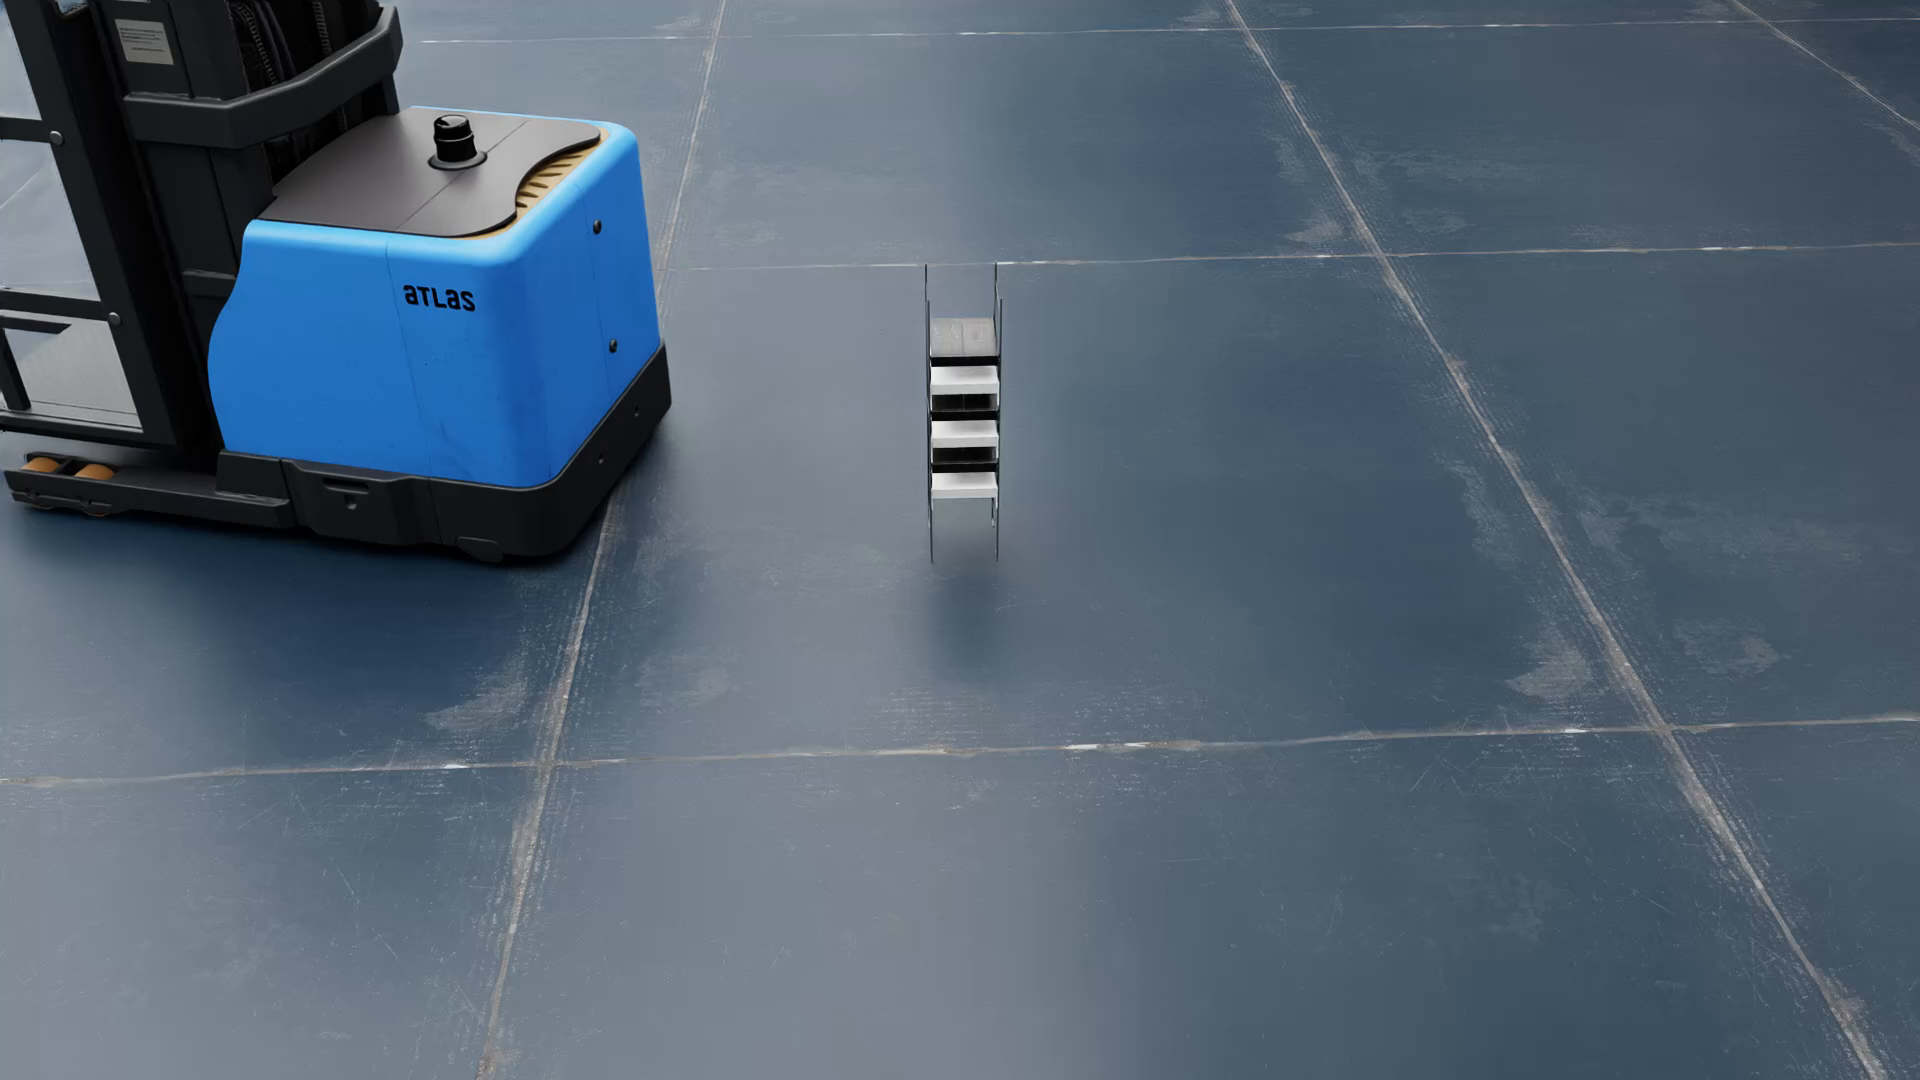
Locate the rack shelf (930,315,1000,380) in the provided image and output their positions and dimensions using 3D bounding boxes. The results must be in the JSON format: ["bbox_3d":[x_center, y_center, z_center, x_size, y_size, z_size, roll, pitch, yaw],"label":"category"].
[{"bbox_3d":[0.008,-0.565,4.860,0.200,0.077,0.258,-2,35,-2],"label":"rack shelf"}]

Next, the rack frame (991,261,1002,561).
[{"bbox_3d":[0.110,-0.373,4.998,0.006,0.900,0.240,-2,35,-2],"label":"rack frame"}]

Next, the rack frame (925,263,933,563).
[{"bbox_3d":[-0.093,-0.367,4.990,0.006,0.900,0.240,-2,35,-2],"label":"rack frame"}]

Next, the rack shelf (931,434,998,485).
[{"bbox_3d":[0.008,-0.269,5.064,0.200,0.077,0.258,-2,35,-2],"label":"rack shelf"}]

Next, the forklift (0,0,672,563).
[{"bbox_3d":[-2.580,-1.564,4.935,3.031,2.935,1.130,7,35,10],"label":"forklift"}]

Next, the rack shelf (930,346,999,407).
[{"bbox_3d":[0.008,-0.491,4.911,0.200,0.077,0.258,-2,35,-2],"label":"rack shelf"}]

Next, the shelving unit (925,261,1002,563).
[{"bbox_3d":[0.008,-0.370,4.994,0.210,0.900,0.258,-2,35,-2],"label":"shelving unit"}]

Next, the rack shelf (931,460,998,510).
[{"bbox_3d":[0.008,-0.195,5.116,0.200,0.077,0.258,-2,35,-2],"label":"rack shelf"}]

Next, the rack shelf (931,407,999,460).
[{"bbox_3d":[0.008,-0.343,5.013,0.200,0.077,0.258,-2,35,-2],"label":"rack shelf"}]

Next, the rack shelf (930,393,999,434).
[{"bbox_3d":[0.008,-0.417,4.962,0.200,0.077,0.258,-2,35,-2],"label":"rack shelf"}]
